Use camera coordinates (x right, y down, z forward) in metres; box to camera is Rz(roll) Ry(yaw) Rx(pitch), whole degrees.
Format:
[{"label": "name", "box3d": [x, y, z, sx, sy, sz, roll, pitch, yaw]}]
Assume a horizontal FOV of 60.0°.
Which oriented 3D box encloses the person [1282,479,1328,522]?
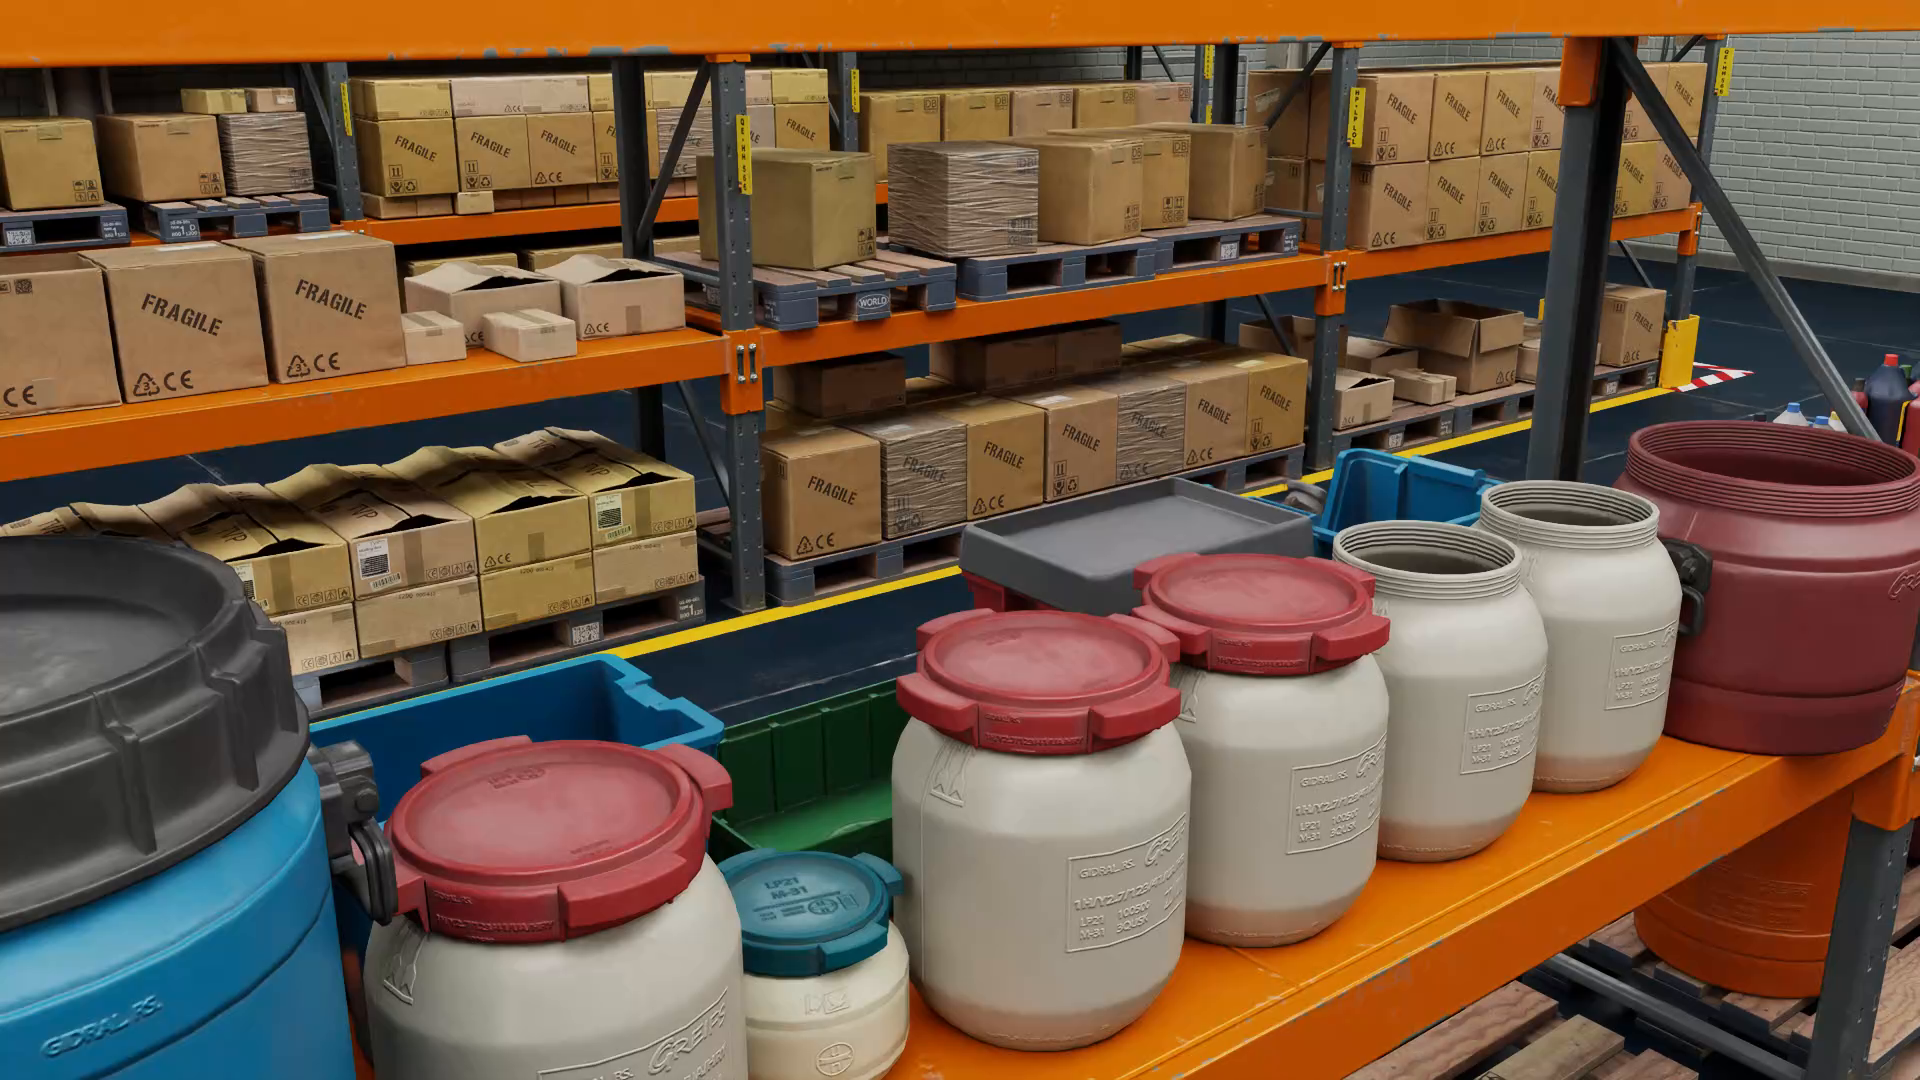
[{"label": "person", "box3d": [1.127, 0.302, 6.250, 0.868, 0.980, 0.457, -14, 23, -38]}]
